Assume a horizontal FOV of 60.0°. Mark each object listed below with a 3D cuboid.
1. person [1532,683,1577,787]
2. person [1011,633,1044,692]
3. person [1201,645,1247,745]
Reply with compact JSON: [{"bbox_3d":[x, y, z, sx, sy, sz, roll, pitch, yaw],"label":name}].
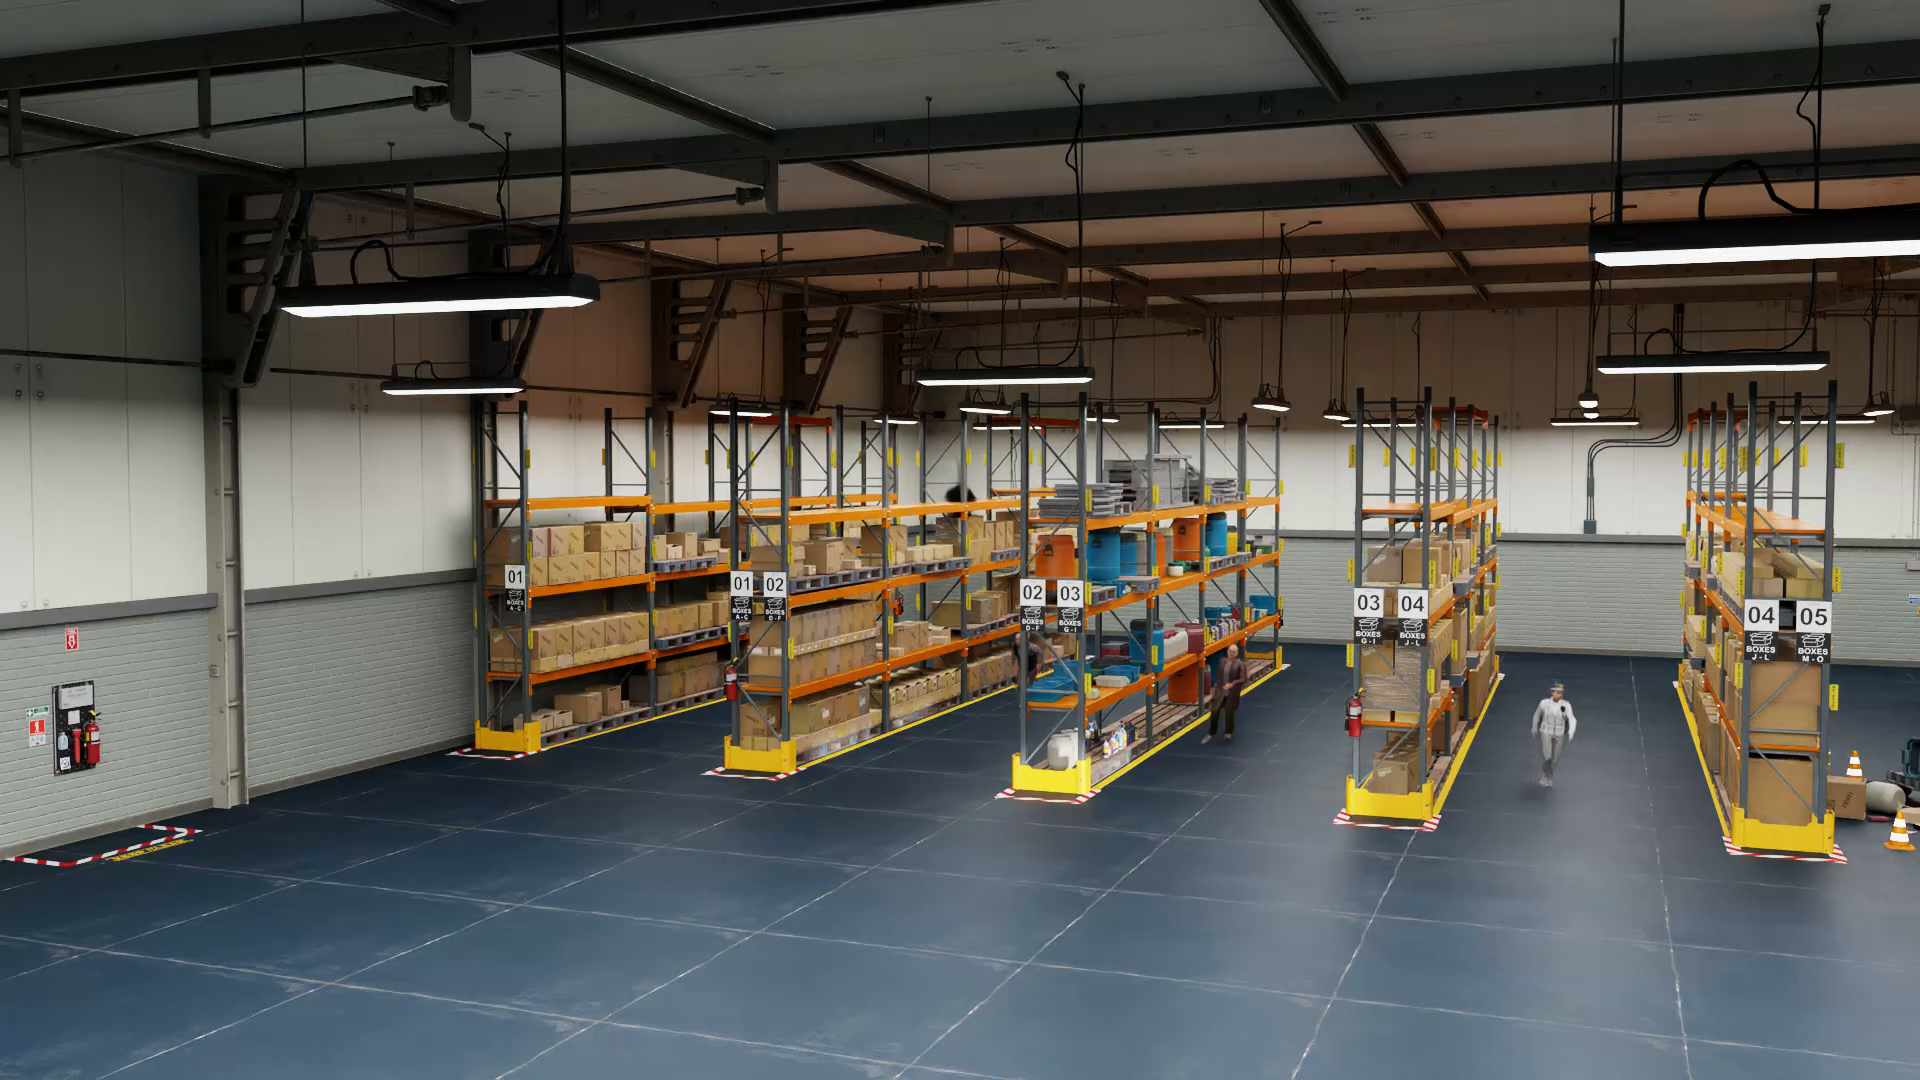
[{"bbox_3d":[8.998,2.954,25.114,0.565,1.618,0.788,0,3,7],"label":"person"},{"bbox_3d":[1.373,2.615,33.396,0.684,1.541,0.830,2,3,32],"label":"person"},{"bbox_3d":[4.674,2.693,29.082,0.750,1.749,0.872,1,3,26],"label":"person"}]
